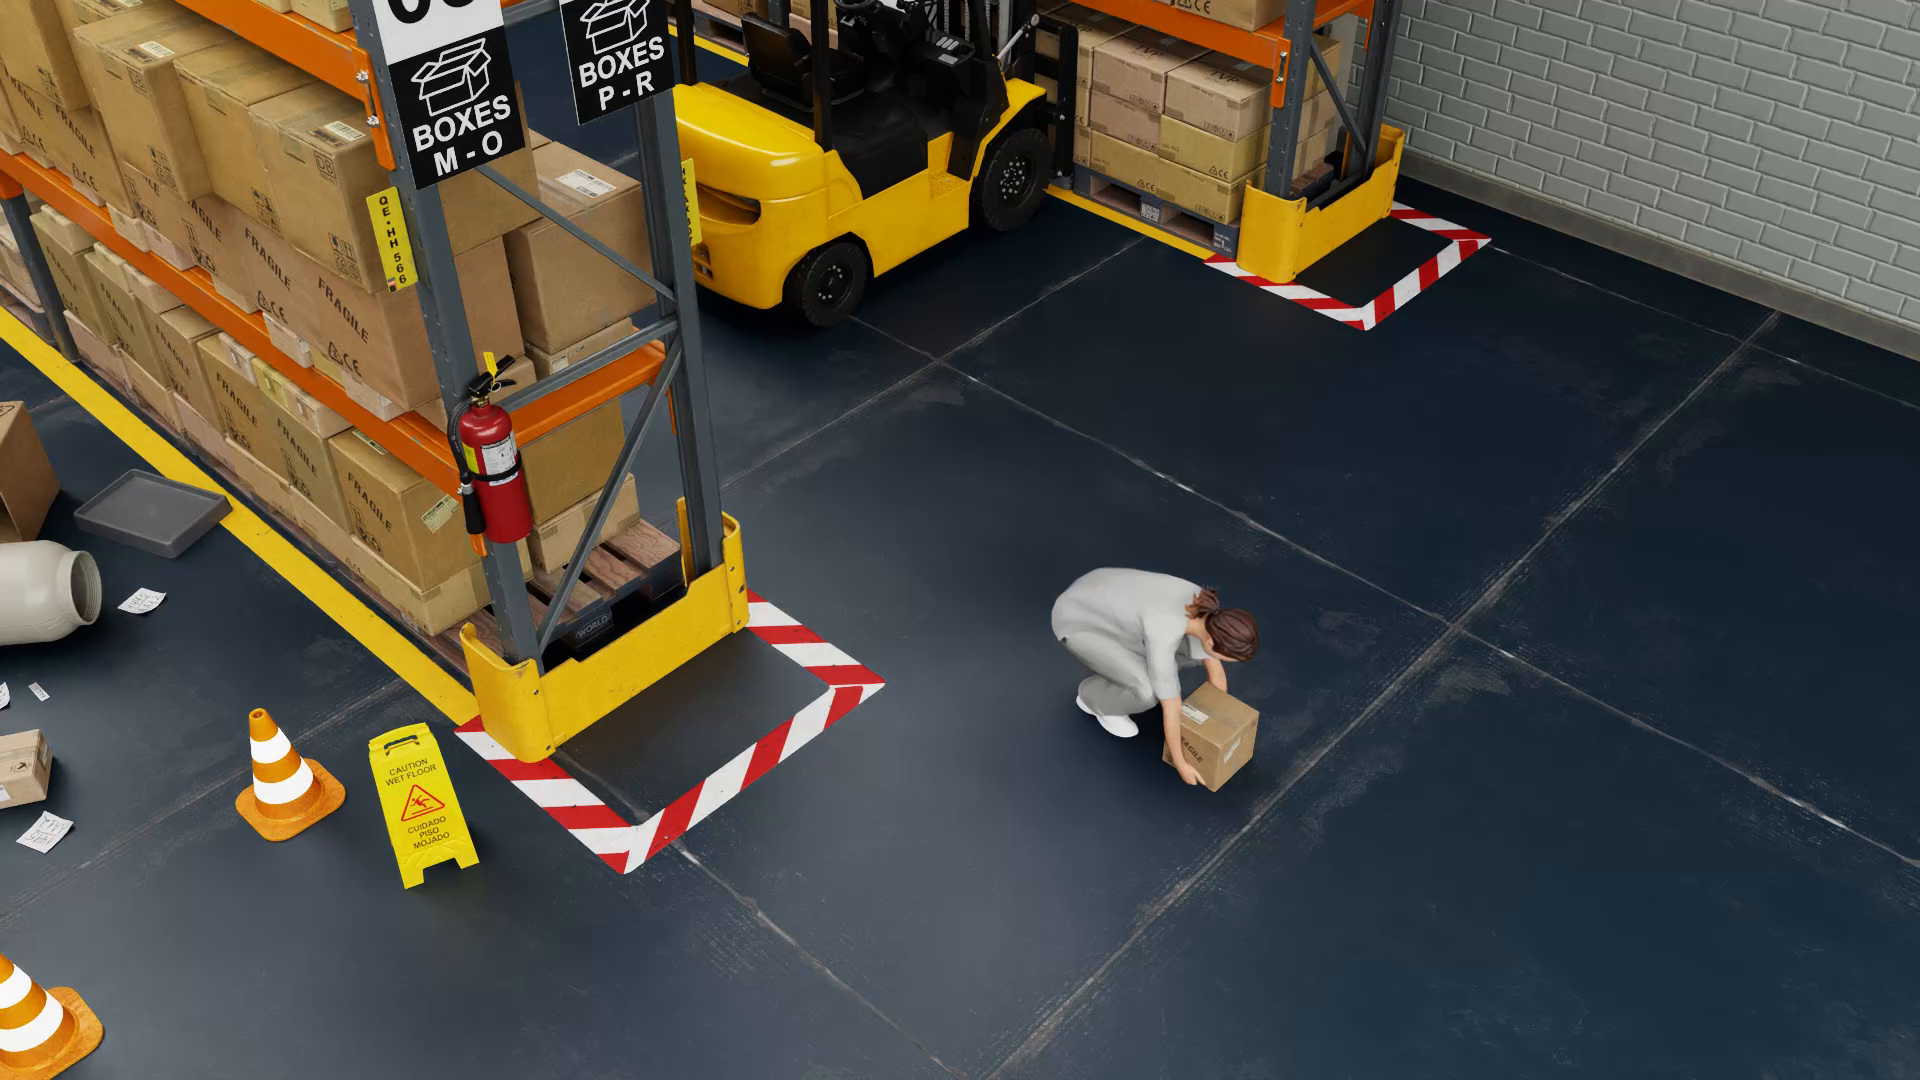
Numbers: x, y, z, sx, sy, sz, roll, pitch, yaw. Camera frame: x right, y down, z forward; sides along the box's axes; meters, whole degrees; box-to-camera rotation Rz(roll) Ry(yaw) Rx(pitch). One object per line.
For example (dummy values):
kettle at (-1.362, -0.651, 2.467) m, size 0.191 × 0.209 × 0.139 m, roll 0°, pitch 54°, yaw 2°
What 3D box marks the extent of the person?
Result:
person at (0.744, 0.440, 6.406) m, size 0.839 × 0.813 × 0.467 m, roll 29°, pitch 48°, yaw 31°
